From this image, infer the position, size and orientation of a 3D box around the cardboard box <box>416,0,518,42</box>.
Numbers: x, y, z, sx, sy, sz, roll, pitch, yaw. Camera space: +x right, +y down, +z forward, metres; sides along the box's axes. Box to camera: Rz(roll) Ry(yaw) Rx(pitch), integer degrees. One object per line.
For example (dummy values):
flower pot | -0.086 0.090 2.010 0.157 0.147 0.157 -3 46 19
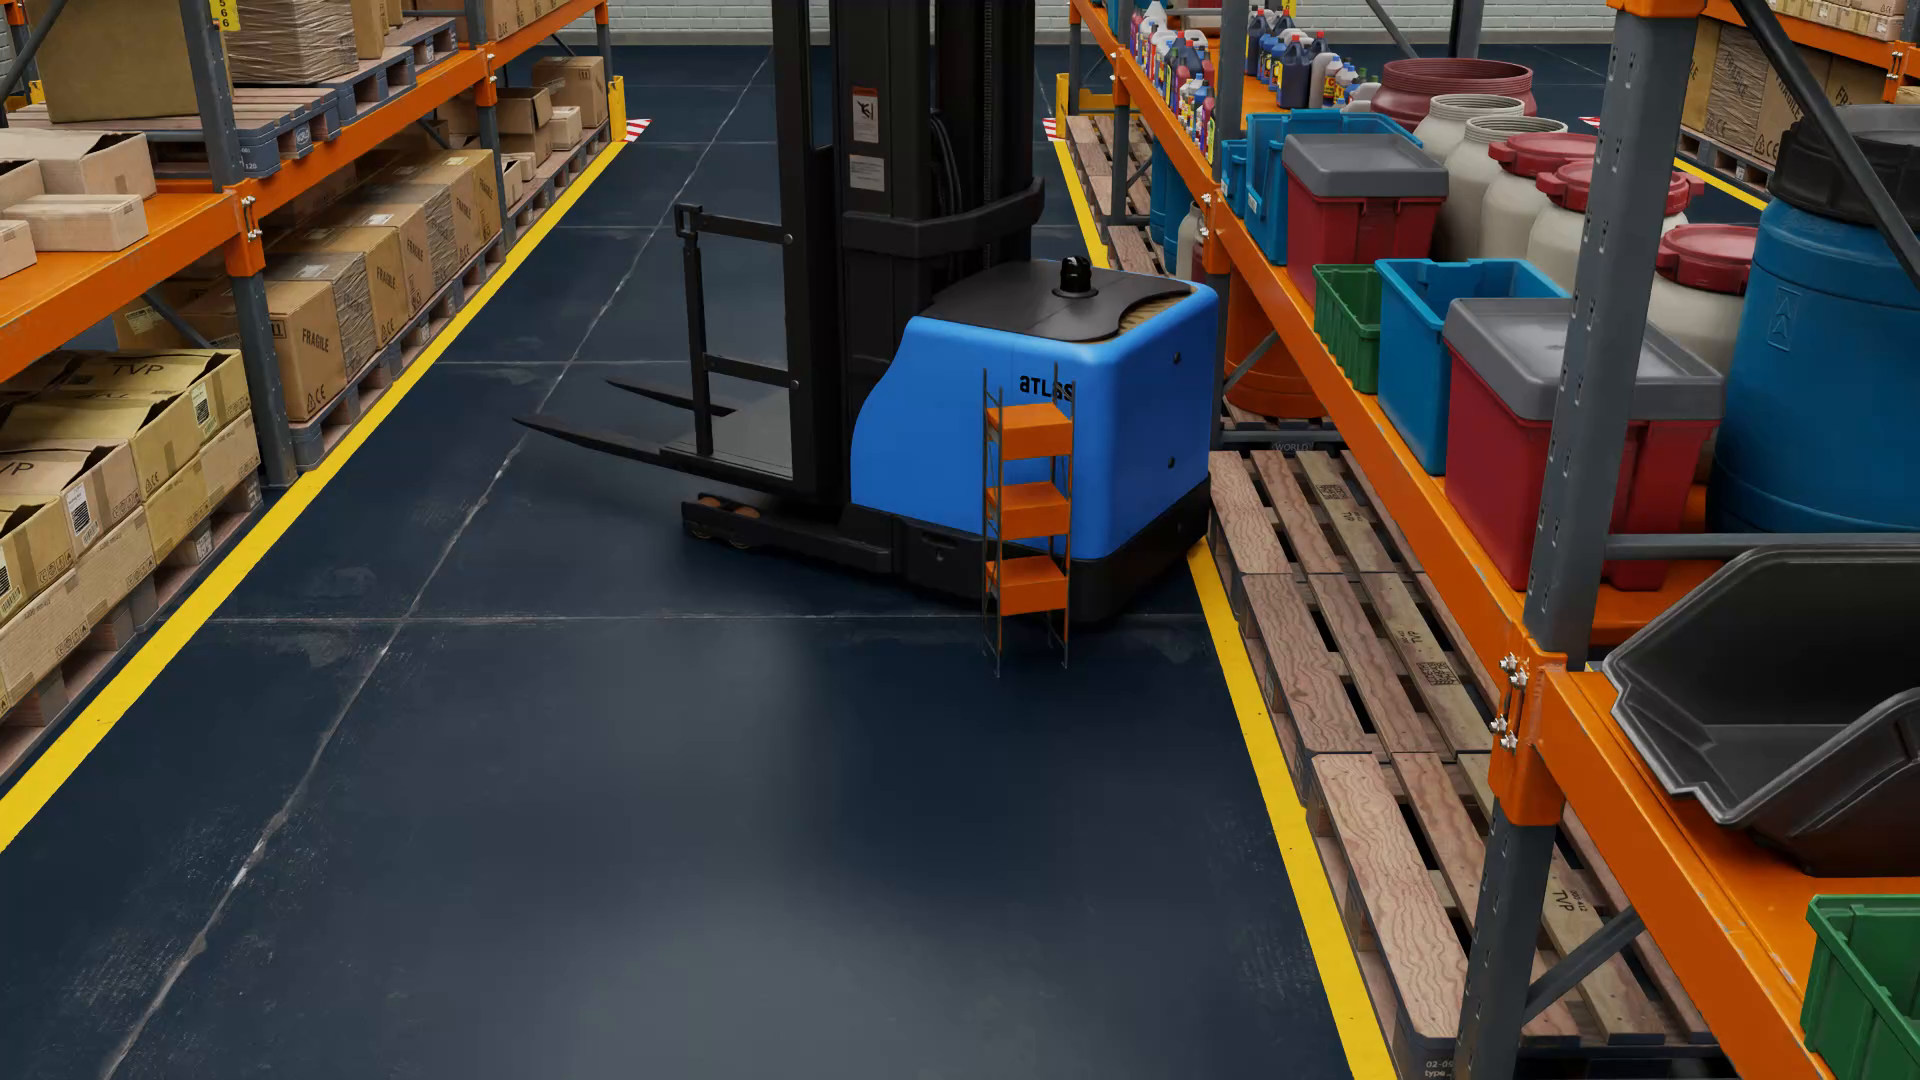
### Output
cardboard box | -3.196 -3.514 10.758 0.500 0.500 0.500 0 24 1

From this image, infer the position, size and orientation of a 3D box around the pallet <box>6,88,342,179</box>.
pallet | -3.497 -1.800 7.324 1.213 0.211 1.003 0 24 -1

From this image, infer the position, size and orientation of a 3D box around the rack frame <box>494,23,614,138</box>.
rack frame | -3.507 -4.905 13.956 1.000 3.000 0.127 0 24 -1

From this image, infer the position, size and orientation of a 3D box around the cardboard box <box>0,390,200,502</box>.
cardboard box | -3.156 -0.374 6.083 0.500 0.311 0.500 -1 24 -1

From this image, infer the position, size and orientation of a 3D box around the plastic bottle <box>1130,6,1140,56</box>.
plastic bottle | 1.067 -3.072 10.043 0.061 0.283 0.133 0 24 -1

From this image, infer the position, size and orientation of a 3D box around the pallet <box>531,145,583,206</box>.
pallet | -3.486 -2.773 12.626 1.003 0.211 1.213 0 24 -1

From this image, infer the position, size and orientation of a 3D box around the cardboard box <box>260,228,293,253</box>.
cardboard box | -3.670 -1.268 8.413 0.500 0.500 0.500 -1 24 -2

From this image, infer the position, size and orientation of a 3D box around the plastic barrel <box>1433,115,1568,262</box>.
plastic barrel | 1.763 -1.084 5.371 0.421 0.512 0.421 0 24 0

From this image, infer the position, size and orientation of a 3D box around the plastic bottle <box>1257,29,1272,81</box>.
plastic bottle | 1.702 -2.692 9.217 0.097 0.271 0.097 0 24 0

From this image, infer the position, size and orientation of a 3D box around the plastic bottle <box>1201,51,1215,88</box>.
plastic bottle | 1.232 -2.289 8.312 0.061 0.283 0.133 0 24 -1

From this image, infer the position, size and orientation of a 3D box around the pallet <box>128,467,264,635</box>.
pallet | -3.450 0.001 6.491 1.003 0.211 1.213 0 24 -1

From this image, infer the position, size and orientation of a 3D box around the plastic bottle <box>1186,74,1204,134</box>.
plastic bottle | 1.113 -2.039 7.774 0.097 0.271 0.097 0 24 0

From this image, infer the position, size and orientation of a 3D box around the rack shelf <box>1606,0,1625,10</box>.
rack shelf | 1.555 -1.844 4.421 1.077 0.370 4.000 0 24 -1

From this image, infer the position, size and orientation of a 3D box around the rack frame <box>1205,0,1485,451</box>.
rack frame | 1.533 -1.630 6.713 1.000 3.000 0.127 0 24 -1

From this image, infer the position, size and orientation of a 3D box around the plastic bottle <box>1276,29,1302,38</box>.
plastic bottle | 1.827 -2.702 9.235 0.152 0.276 0.135 0 24 -1

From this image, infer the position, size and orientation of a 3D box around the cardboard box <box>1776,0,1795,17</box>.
cardboard box | 6.097 -3.839 11.904 0.380 0.149 0.250 -1 24 -1

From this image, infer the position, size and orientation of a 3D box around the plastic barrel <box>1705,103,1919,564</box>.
plastic barrel | 1.876 -0.370 3.320 0.600 0.901 0.708 0 24 -1

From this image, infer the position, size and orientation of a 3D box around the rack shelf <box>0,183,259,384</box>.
rack shelf | -3.398 -0.457 4.993 1.077 0.370 4.000 0 24 -1

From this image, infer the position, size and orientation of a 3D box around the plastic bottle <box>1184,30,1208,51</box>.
plastic bottle | 1.276 -2.648 9.115 0.152 0.276 0.135 0 24 -1

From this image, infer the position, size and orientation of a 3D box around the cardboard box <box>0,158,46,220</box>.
cardboard box | -3.604 -1.199 5.869 0.500 0.311 0.500 -1 24 -1

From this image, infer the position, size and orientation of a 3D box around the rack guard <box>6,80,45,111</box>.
rack guard | -8.461 -3.752 14.440 1.175 0.500 0.348 0 24 -1

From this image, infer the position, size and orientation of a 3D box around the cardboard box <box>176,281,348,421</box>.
cardboard box | -3.139 -0.859 7.509 0.500 0.500 0.500 1 24 2

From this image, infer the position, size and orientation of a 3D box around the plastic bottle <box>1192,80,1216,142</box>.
plastic bottle | 1.115 -1.959 7.597 0.097 0.271 0.097 0 24 0

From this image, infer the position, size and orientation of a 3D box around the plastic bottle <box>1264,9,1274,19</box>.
plastic bottle | 1.817 -3.060 10.027 0.152 0.276 0.135 0 24 -1

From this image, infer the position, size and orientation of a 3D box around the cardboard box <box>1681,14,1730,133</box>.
cardboard box | 6.486 -3.908 13.820 0.875 0.875 0.875 0 24 -1

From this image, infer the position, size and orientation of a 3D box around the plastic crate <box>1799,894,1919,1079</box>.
plastic crate | 1.310 0.676 1.873 0.450 0.188 0.662 0 24 -1

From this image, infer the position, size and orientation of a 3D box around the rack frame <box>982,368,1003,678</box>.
rack frame | 0.106 -0.045 5.575 0.008 1.050 0.200 -6 25 -14

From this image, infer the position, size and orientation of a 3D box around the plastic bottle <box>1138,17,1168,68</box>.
plastic bottle | 1.118 -2.878 9.624 0.152 0.276 0.135 0 24 -1

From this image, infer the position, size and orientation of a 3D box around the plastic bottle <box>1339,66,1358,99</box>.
plastic bottle | 1.869 -2.139 7.996 0.097 0.271 0.097 0 24 0

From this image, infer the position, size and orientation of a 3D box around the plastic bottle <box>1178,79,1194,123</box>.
plastic bottle | 1.109 -2.127 8.055 0.097 0.201 0.097 0 24 0

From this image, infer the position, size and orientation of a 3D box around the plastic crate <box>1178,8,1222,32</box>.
plastic crate | 1.628 -3.377 10.825 0.396 0.136 0.243 0 24 -1

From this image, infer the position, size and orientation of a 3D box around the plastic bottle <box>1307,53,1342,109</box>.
plastic bottle | 1.837 -2.324 8.399 0.152 0.276 0.135 0 24 -1

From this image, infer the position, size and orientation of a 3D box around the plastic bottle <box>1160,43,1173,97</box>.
plastic bottle | 1.101 -2.462 8.709 0.097 0.271 0.097 0 24 0

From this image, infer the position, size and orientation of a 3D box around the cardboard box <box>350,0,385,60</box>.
cardboard box | -3.382 -2.766 8.595 0.700 0.500 0.500 -6 25 -14

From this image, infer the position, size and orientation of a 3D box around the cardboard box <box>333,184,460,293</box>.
cardboard box | -3.169 -1.706 9.382 0.500 0.500 0.500 0 24 0

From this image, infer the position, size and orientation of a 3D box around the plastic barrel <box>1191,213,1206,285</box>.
plastic barrel | 1.499 -1.389 8.598 0.600 0.588 0.708 0 24 -1

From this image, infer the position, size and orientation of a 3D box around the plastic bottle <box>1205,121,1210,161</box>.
plastic bottle | 1.119 -1.751 7.223 0.097 0.201 0.097 0 24 0

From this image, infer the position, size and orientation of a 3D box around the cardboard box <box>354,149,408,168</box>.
cardboard box | -3.702 -2.118 10.293 0.500 0.500 0.500 -1 24 -3

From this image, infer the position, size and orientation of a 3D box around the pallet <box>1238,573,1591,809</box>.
pallet | 1.513 0.462 5.473 1.003 0.211 1.213 0 24 -1

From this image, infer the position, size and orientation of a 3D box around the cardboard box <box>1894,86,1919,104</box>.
cardboard box | 6.469 -2.260 10.175 1.225 0.875 0.875 0 24 0

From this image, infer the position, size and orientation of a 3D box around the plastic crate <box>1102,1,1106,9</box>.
plastic crate | 1.170 -3.901 11.983 0.293 0.136 0.466 0 24 -1

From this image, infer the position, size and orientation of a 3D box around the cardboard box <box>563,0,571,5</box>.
cardboard box | -3.221 -4.348 12.603 0.500 0.500 0.500 0 24 0

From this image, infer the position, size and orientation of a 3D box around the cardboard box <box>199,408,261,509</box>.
cardboard box | -3.170 -0.332 6.670 0.500 0.250 0.500 0 24 1

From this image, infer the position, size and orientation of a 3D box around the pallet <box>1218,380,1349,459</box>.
pallet | 1.483 -0.684 8.005 1.003 0.211 1.213 0 24 -1

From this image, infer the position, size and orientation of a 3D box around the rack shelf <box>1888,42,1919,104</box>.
rack shelf | 6.464 -2.148 8.733 1.077 0.370 4.000 0 24 -1

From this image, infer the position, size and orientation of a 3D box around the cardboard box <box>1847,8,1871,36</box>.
cardboard box | 6.108 -3.416 10.968 0.380 0.149 0.250 0 24 0

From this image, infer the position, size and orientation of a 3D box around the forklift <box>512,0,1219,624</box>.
forklift | -0.533 -1.469 6.442 3.031 2.935 1.130 14 28 28

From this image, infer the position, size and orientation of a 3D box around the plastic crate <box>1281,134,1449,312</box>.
plastic crate | 1.245 -0.991 5.224 0.402 0.464 0.583 0 24 -1

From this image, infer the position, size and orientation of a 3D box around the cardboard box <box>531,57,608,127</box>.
cardboard box | -3.255 -3.744 13.887 0.500 0.500 0.500 0 24 -1

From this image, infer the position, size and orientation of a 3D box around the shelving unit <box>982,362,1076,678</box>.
shelving unit | 0.224 -0.058 5.604 0.252 1.050 0.215 -6 25 -14

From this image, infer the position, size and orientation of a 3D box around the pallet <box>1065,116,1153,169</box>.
pallet | 1.416 -3.315 13.825 1.003 0.211 1.213 0 24 -1

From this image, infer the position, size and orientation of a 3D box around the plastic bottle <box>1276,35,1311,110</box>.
plastic bottle | 1.688 -2.368 8.406 0.144 0.351 0.185 0 24 -1

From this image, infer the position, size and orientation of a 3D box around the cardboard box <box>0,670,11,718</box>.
cardboard box | -3.145 0.510 4.810 0.500 0.250 0.500 -1 24 -2
